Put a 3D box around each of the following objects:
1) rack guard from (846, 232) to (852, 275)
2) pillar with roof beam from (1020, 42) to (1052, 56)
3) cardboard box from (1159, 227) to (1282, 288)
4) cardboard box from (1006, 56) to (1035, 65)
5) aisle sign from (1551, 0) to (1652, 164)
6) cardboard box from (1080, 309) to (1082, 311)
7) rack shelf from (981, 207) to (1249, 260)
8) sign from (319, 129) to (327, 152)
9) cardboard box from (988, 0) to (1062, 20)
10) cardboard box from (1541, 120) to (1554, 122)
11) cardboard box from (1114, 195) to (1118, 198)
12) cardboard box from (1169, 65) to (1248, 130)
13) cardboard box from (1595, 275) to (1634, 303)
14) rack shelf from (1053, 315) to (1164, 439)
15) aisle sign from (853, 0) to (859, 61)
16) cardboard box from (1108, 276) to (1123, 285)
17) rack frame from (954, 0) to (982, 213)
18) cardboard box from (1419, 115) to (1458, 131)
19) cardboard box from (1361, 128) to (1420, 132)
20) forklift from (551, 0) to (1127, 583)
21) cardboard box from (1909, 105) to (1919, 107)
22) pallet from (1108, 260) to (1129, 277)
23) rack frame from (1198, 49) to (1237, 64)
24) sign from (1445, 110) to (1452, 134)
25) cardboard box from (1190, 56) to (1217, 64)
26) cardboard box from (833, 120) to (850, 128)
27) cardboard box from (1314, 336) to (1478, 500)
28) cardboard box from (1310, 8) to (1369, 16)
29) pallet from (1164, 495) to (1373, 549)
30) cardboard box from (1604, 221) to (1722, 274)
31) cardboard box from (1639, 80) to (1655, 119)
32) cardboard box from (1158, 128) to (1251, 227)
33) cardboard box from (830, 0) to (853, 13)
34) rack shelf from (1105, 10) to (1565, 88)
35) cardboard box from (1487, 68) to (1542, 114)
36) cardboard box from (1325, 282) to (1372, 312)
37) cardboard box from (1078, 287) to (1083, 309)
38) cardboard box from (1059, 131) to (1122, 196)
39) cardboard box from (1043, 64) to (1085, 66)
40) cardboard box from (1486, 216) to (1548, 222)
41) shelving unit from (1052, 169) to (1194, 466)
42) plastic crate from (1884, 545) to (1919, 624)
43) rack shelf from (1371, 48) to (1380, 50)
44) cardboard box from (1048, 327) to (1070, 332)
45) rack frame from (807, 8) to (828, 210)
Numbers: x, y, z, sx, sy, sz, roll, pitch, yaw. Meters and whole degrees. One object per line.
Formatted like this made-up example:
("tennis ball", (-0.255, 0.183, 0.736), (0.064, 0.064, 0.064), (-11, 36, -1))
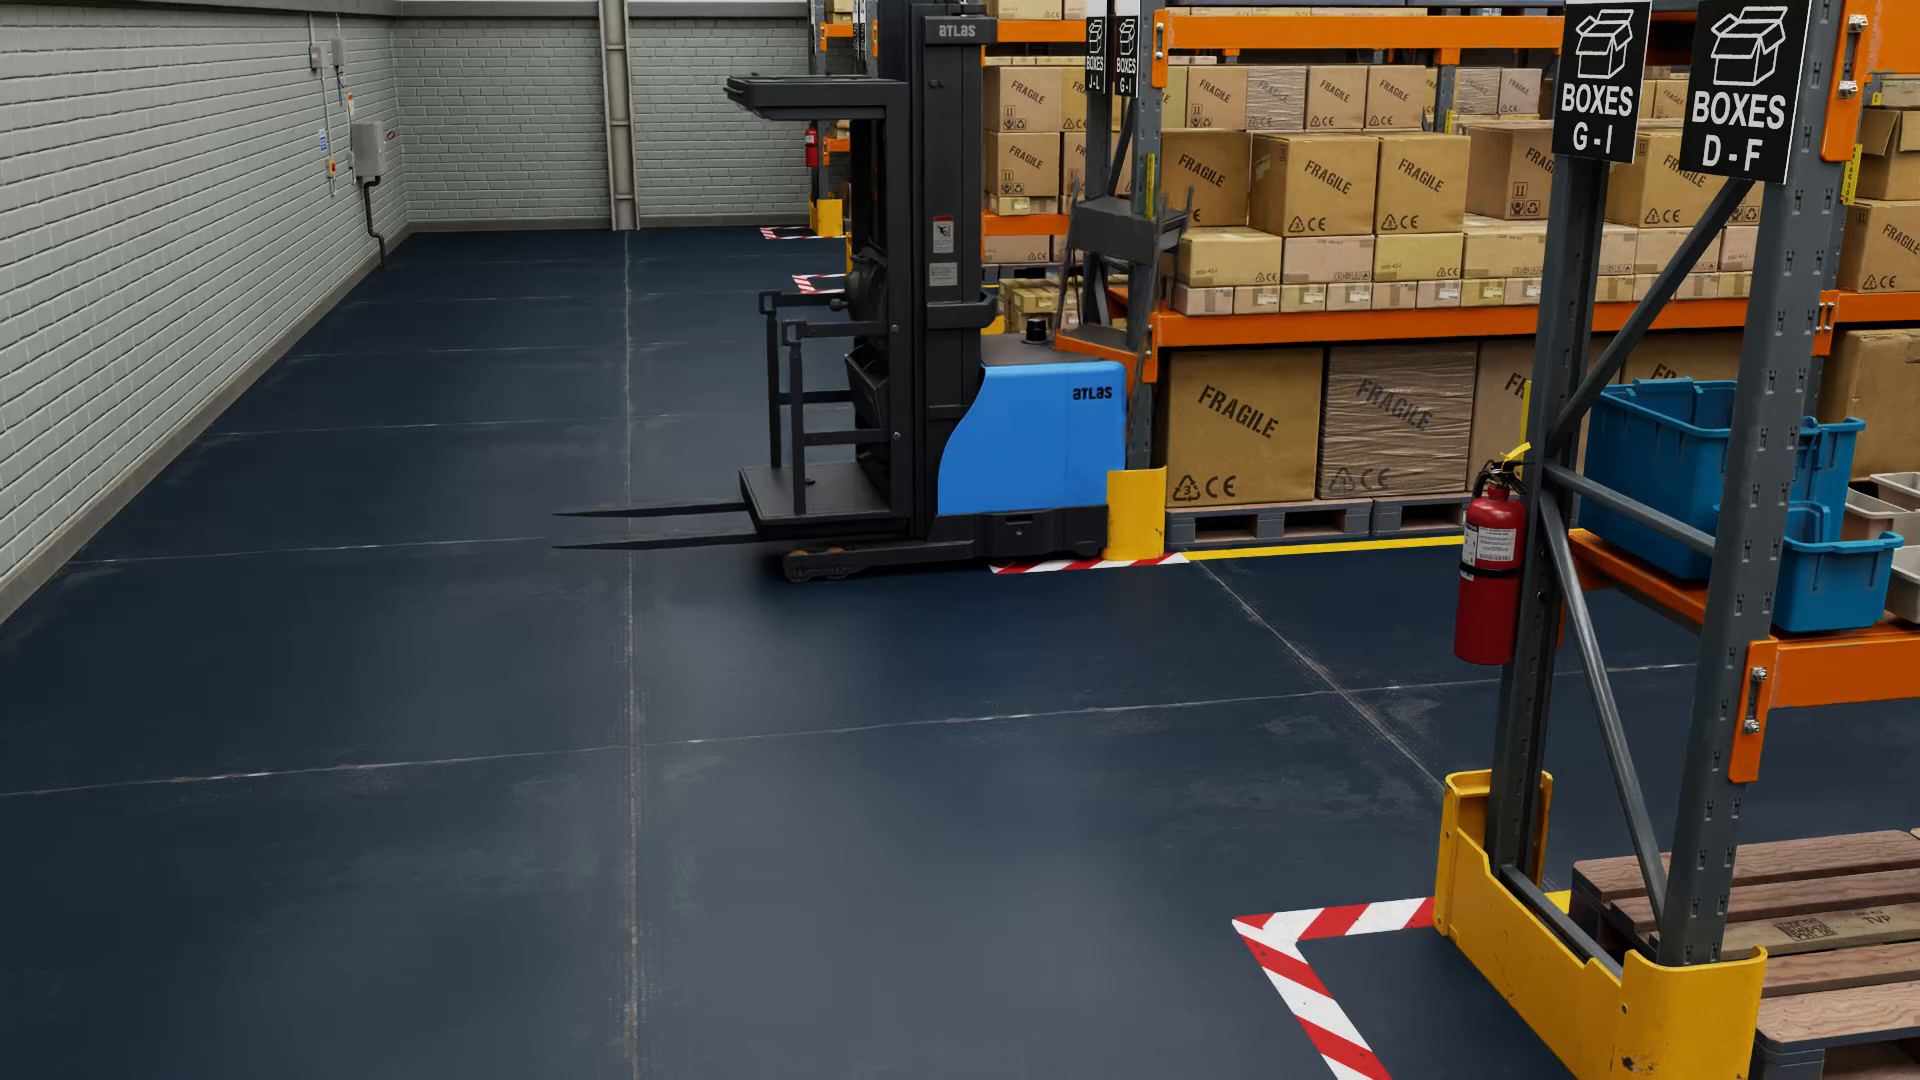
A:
("rack guard", (-1.043, -3.155, 18.733), (0.348, 0.500, 1.175), (-3, 17, -10))
("pillar with roof beam", (1.925, -7.853, 19.552), (0.400, 9.000, 9.100), (-3, 17, -10))
("cardboard box", (1.383, -1.514, 8.881), (0.500, 0.250, 0.500), (-4, 17, -12))
("cardboard box", (0.659, -5.195, 18.140), (0.250, 0.149, 0.380), (-3, 17, -10))
("aisle sign", (1.674, -1.390, 4.301), (0.004, 0.787, 0.394), (-3, 17, -10))
("cardboard box", (1.086, -1.904, 14.034), (0.250, 0.149, 0.380), (-3, 17, -10))
("rack shelf", (1.983, -2.698, 14.211), (4.000, 0.370, 1.077), (-3, 17, -10))
("sign", (-6.602, -4.143, 17.230), (0.001, 0.218, 0.327), (-3, 17, -10))
("cardboard box", (0.509, -4.244, 13.166), (0.500, 0.250, 0.500), (-3, 17, -8))
("cardboard box", (5.321, -3.653, 14.796), (0.250, 0.149, 0.380), (-4, 17, -12))
("cardboard box", (1.144, -2.813, 13.790), (0.250, 0.149, 0.380), (-2, 17, -8))
("cardboard box", (2.019, -3.628, 13.637), (0.500, 0.500, 0.500), (-4, 17, -12))
("cardboard box", (3.541, -1.429, 9.282), (0.250, 0.149, 0.380), (-3, 17, -9))
("rack shelf", (0.792, -0.878, 9.005), (0.480, 0.518, 0.431), (17, 25, 24))
("aisle sign", (-1.148, -5.680, 18.267), (0.004, 0.787, 0.394), (-3, 17, -10))
("cardboard box", (1.245, -2.200, 14.492), (0.250, 0.149, 0.380), (-4, 18, -13))
("rack frame", (0.019, -2.930, 13.743), (0.127, 3.000, 1.000), (-3, 17, -10))
("cardboard box", (5.407, -4.800, 19.235), (0.500, 0.250, 0.500), (-4, 17, -12))
("cardboard box", (3.525, -3.235, 14.057), (0.500, 0.500, 0.500), (-3, 17, -10))
("forklift", (-0.673, -1.350, 8.714), (3.031, 2.935, 1.130), (-4, 18, -13))
("cardboard box", (6.090, -2.318, 9.870), (0.637, 0.503, 0.797), (-3, 17, -10))
("pallet", (2.147, -3.222, 19.441), (1.213, 0.211, 1.003), (-3, 17, -10))
("rack frame", (2.908, -4.574, 19.096), (0.127, 3.000, 1.000), (-3, 17, -10))
("sign", (4.057, -3.411, 13.833), (0.005, 0.325, 0.100), (-3, 17, -10))
("cardboard box", (2.666, -5.301, 18.485), (0.250, 0.149, 0.380), (-4, 17, -12))
("cardboard box", (-1.468, -5.800, 22.836), (0.500, 0.250, 0.500), (-3, 17, -10))
("cardboard box", (2.368, -0.789, 9.676), (0.875, 0.875, 0.875), (-3, 17, -10))
("cardboard box", (3.024, -4.385, 13.628), (0.500, 0.250, 0.500), (-3, 17, -11))
("pallet", (1.631, -0.229, 9.697), (1.213, 0.211, 1.003), (-3, 17, -10))
("cardboard box", (3.897, -1.658, 9.351), (0.500, 0.250, 0.500), (-3, 17, -9))
("cardboard box", (7.832, -5.177, 19.667), (0.500, 0.500, 0.500), (-2, 17, -8))
("cardboard box", (1.289, -2.027, 9.273), (0.500, 0.500, 0.500), (-3, 17, -10))
("cardboard box", (-1.477, -7.233, 22.390), (0.500, 0.250, 0.500), (-3, 17, -11))
("rack shelf", (2.825, -2.696, 9.097), (4.000, 0.370, 1.077), (-3, 17, -10))
("cardboard box", (6.378, -5.219, 19.320), (0.500, 0.500, 0.500), (-4, 17, -12))
("cardboard box", (2.031, -1.343, 9.004), (0.250, 0.149, 0.380), (-4, 17, -11))
("cardboard box", (1.118, -2.011, 13.877), (0.250, 0.149, 0.380), (-3, 17, -11))
("cardboard box", (1.033, -3.103, 13.628), (0.500, 0.500, 0.500), (-3, 17, -10))
("cardboard box", (0.919, -3.724, 13.946), (0.500, 0.500, 0.500), (-4, 17, -12))
("cardboard box", (3.281, -1.781, 9.749), (0.500, 0.250, 0.500), (-3, 17, -9))
("shelving unit", (0.794, -0.891, 9.000), (0.503, 2.100, 0.431), (17, 25, 24))
("plastic crate", (2.436, 0.118, 4.167), (0.298, 0.136, 0.250), (-3, 17, -10))
("rack shelf", (3.927, -7.206, 23.782), (4.000, 0.370, 1.077), (-3, 17, -10))
("cardboard box", (0.836, -1.743, 14.019), (0.250, 0.149, 0.380), (-3, 17, -11))
("rack frame", (-1.964, -5.782, 23.029), (0.127, 3.000, 1.000), (-3, 17, -10))
